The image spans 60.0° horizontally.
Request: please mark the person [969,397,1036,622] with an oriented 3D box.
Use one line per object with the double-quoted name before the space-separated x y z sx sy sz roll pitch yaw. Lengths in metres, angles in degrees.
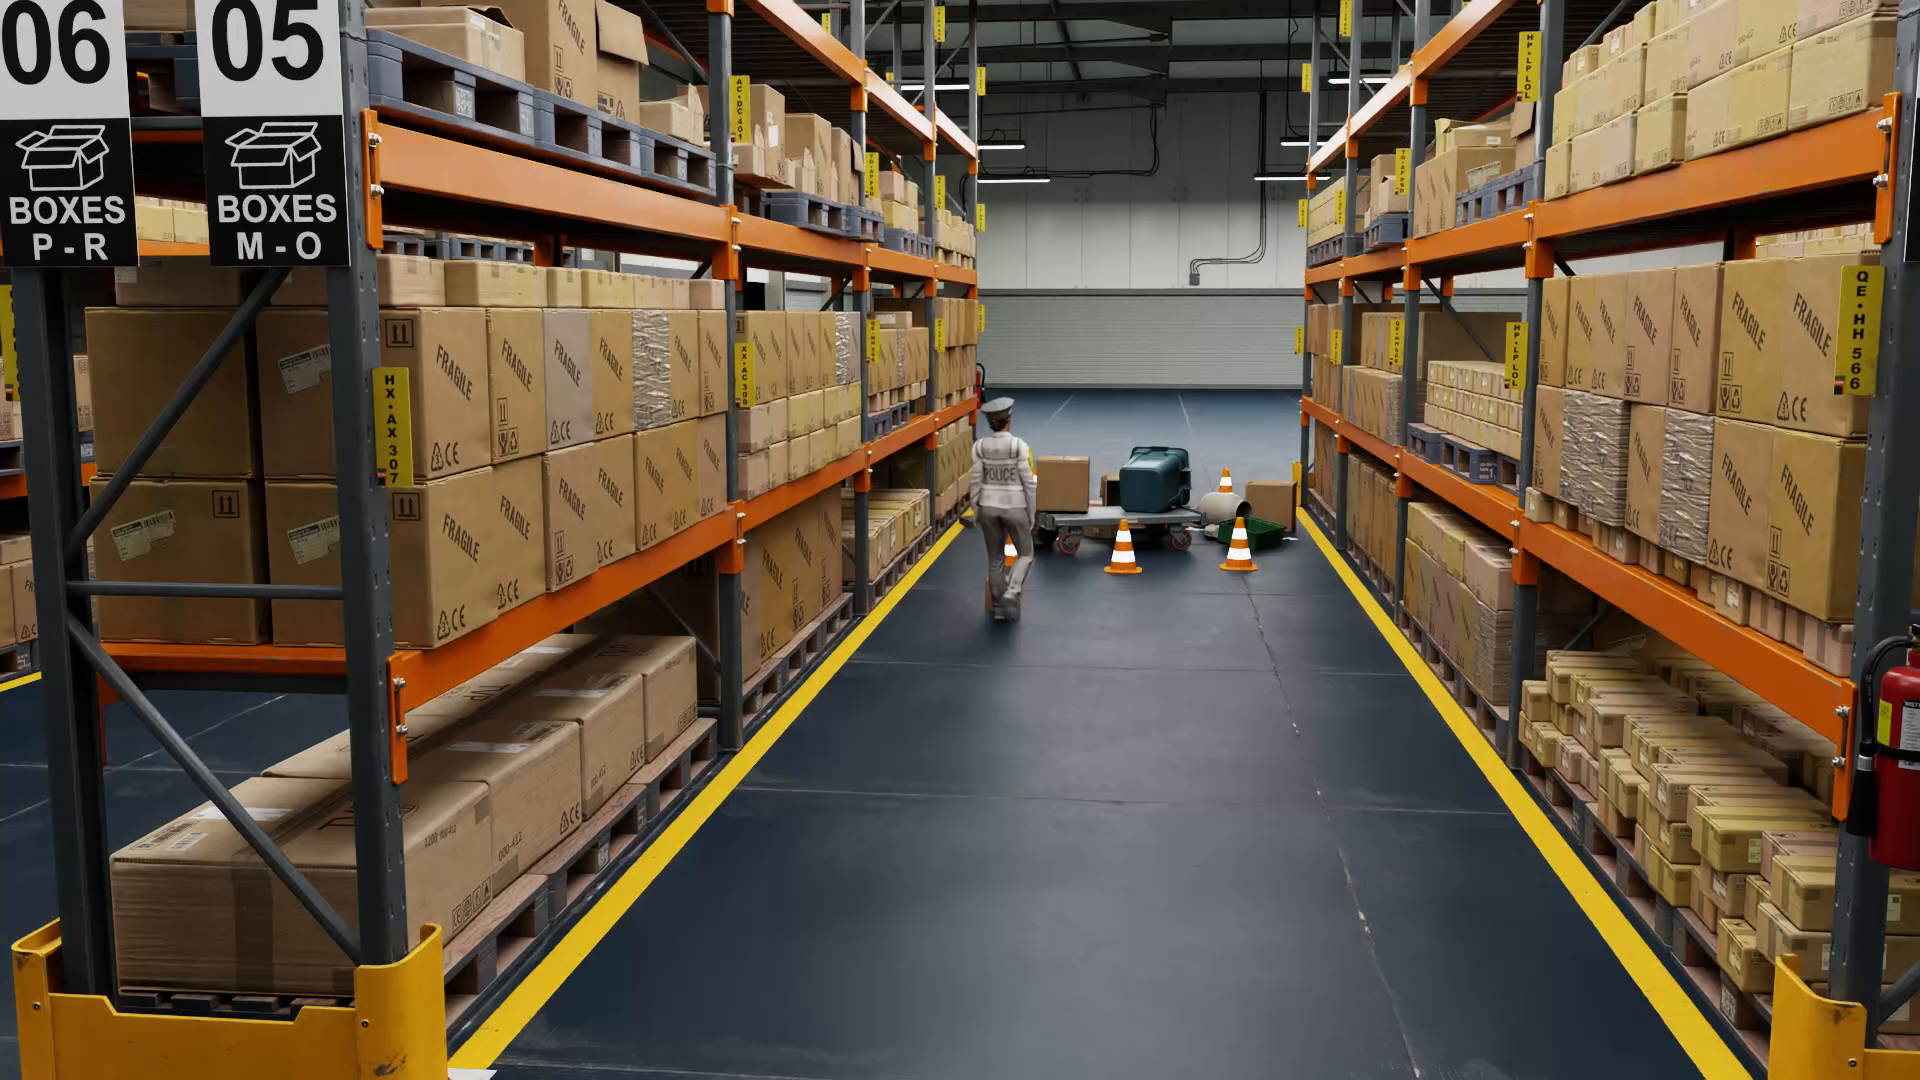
"person" 0.326 -0.219 12.229 0.512 1.659 0.676 2 8 16
